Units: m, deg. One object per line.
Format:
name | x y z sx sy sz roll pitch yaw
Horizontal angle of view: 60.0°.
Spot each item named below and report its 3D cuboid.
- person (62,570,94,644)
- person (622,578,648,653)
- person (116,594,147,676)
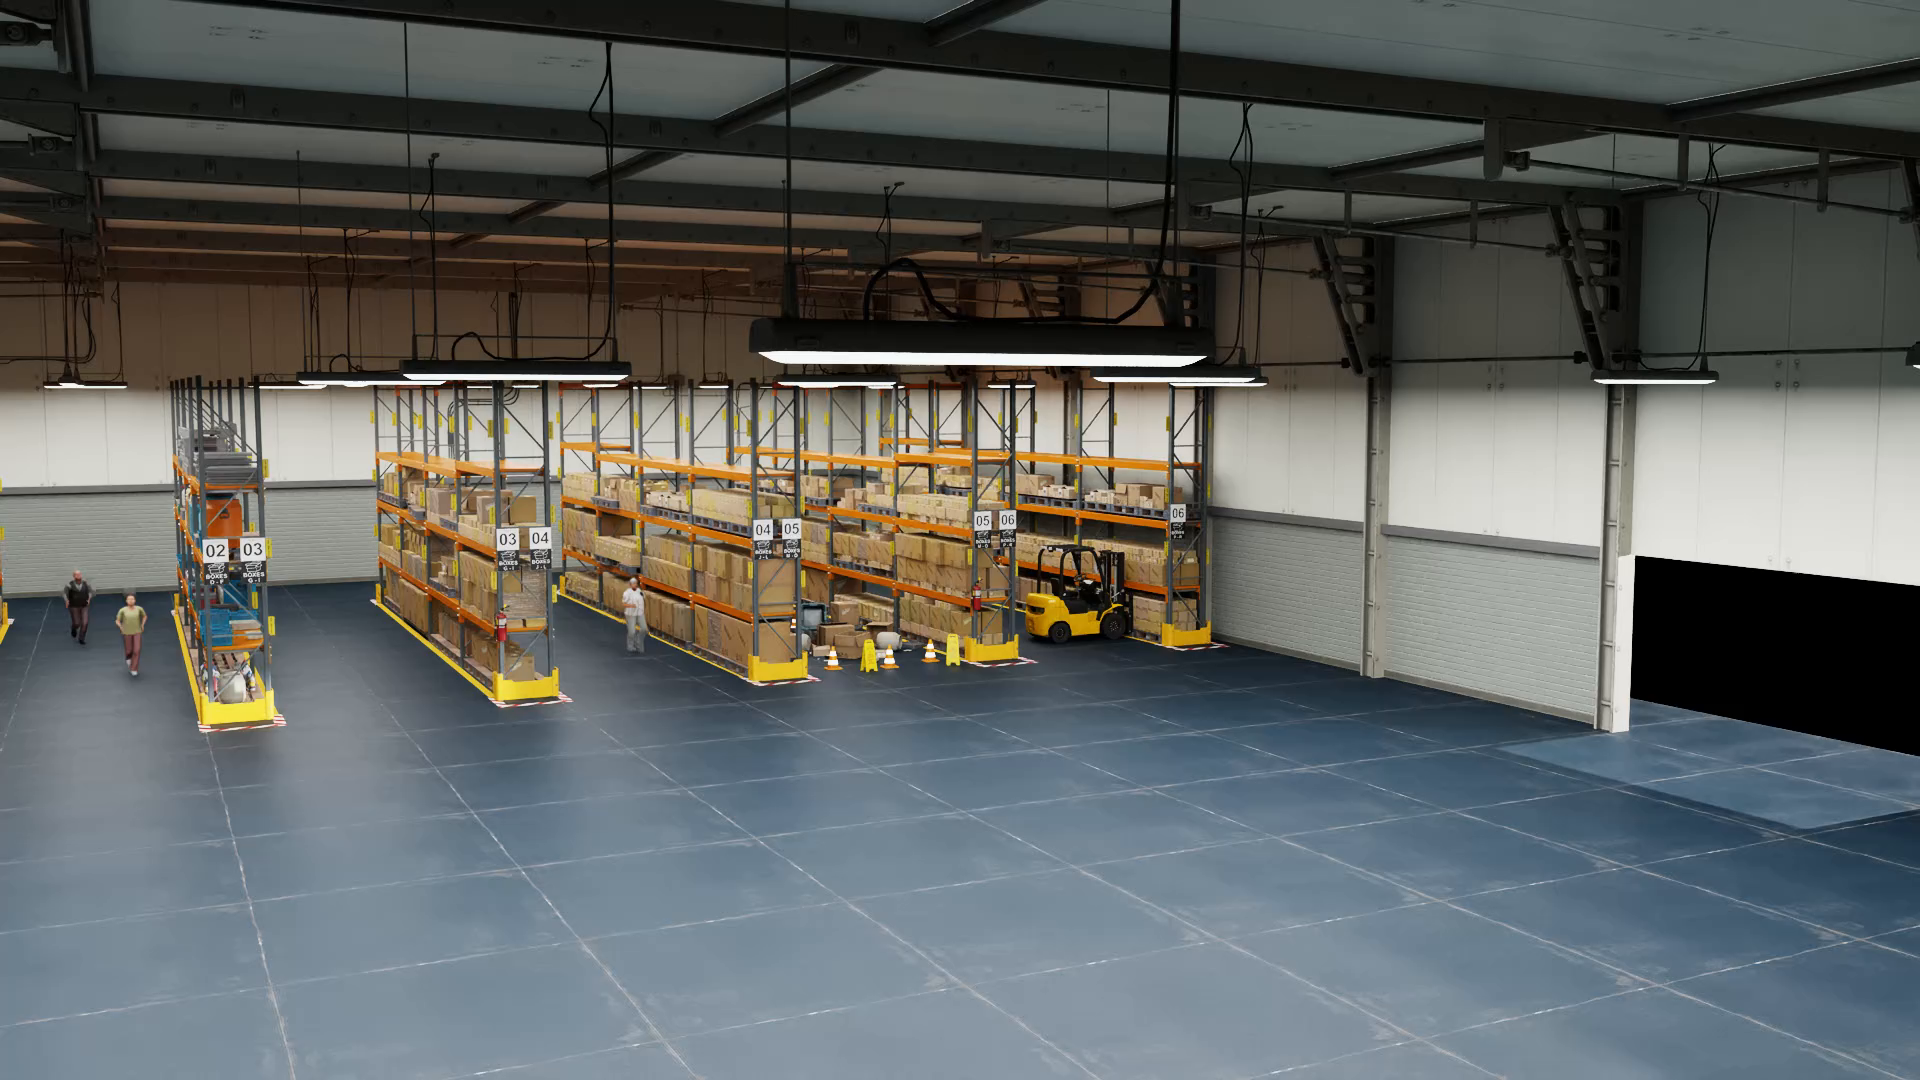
person | -20.061 1.530 37.867 0.660 1.683 0.586 -4 6 -37
person | -7.124 1.666 36.484 0.580 1.680 0.685 -3 6 -31
person | -16.830 1.908 33.820 0.579 1.641 0.731 -3 6 -32
